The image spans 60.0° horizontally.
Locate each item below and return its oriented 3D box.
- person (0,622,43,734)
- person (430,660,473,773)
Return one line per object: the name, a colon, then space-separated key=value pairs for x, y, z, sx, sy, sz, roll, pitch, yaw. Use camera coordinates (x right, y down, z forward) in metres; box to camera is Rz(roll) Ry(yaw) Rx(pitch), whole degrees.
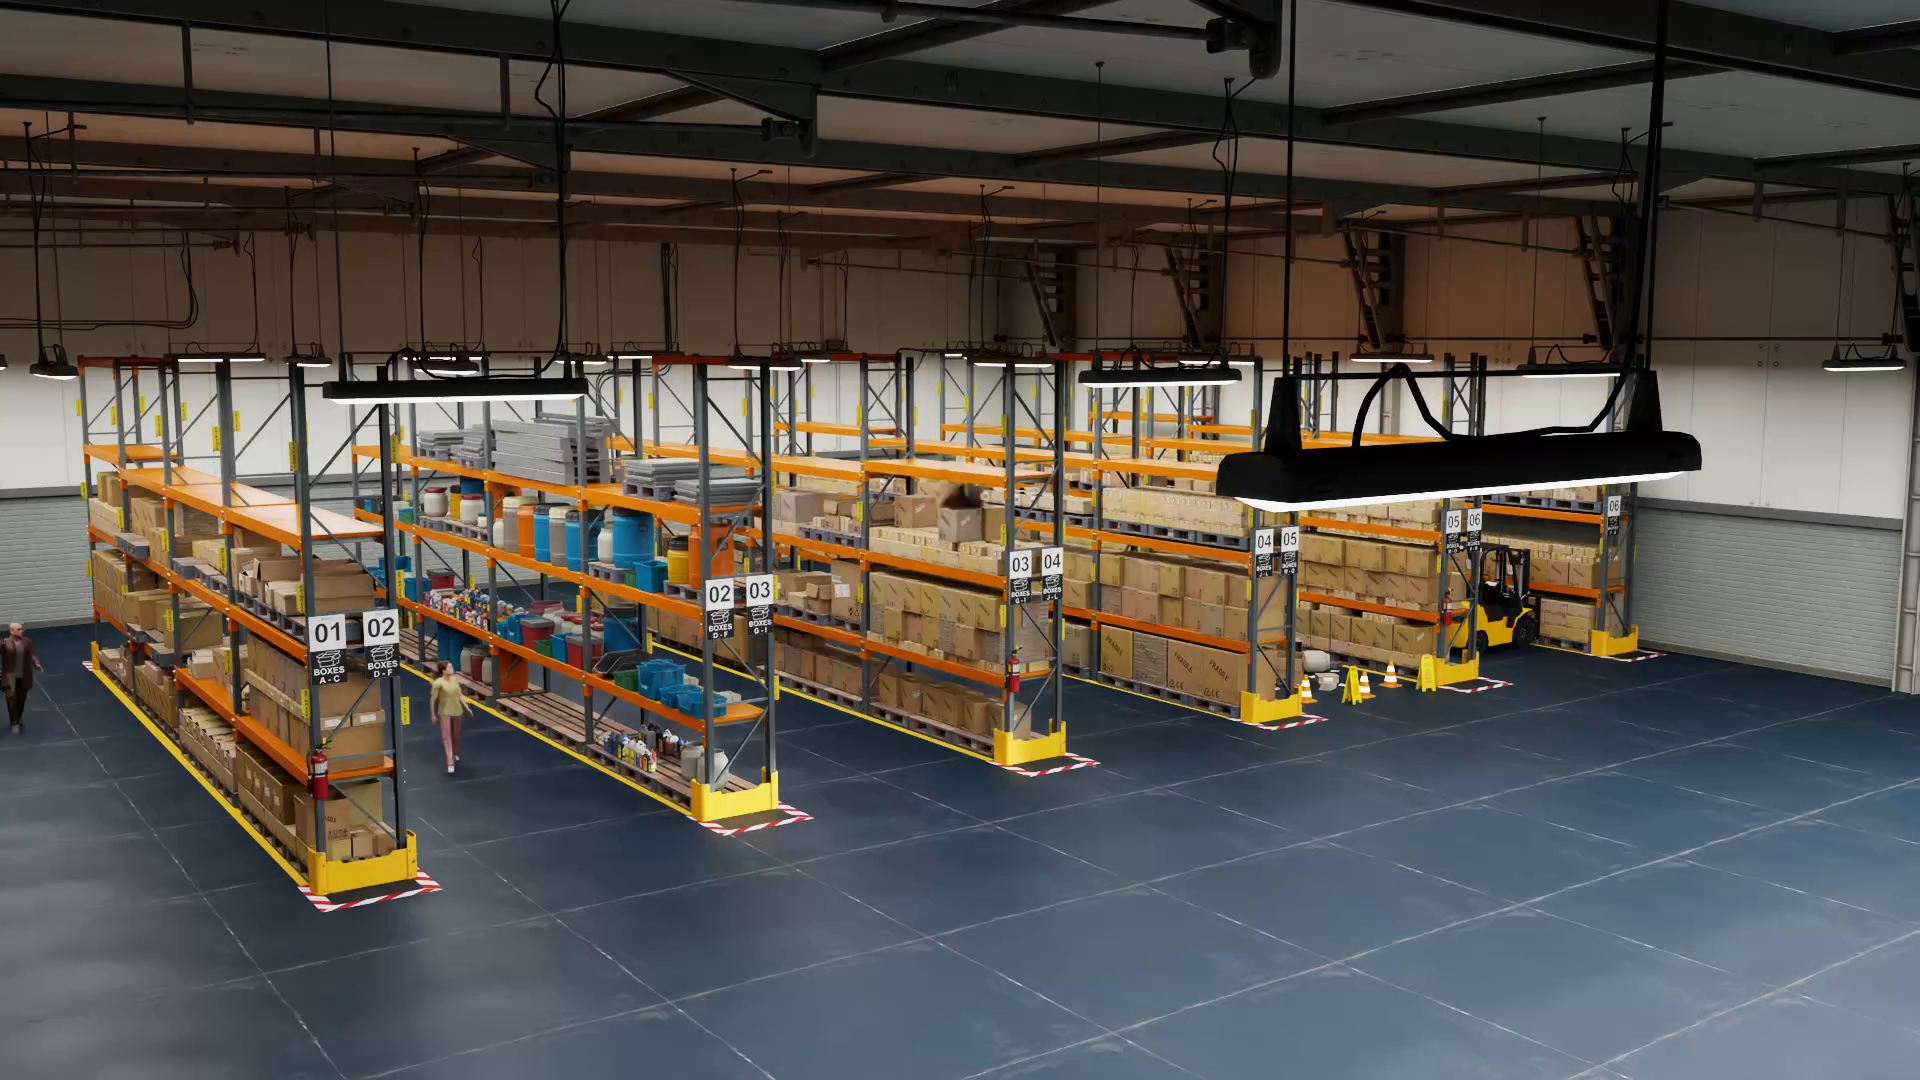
person: x=-15.361 y=2.236 z=27.043 sx=0.756 sy=1.813 sz=0.936 roll=-5 pitch=9 yaw=-36
person: x=-7.478 y=2.558 z=24.453 sx=0.600 sy=1.617 sz=1.012 roll=-3 pitch=8 yaw=-25
